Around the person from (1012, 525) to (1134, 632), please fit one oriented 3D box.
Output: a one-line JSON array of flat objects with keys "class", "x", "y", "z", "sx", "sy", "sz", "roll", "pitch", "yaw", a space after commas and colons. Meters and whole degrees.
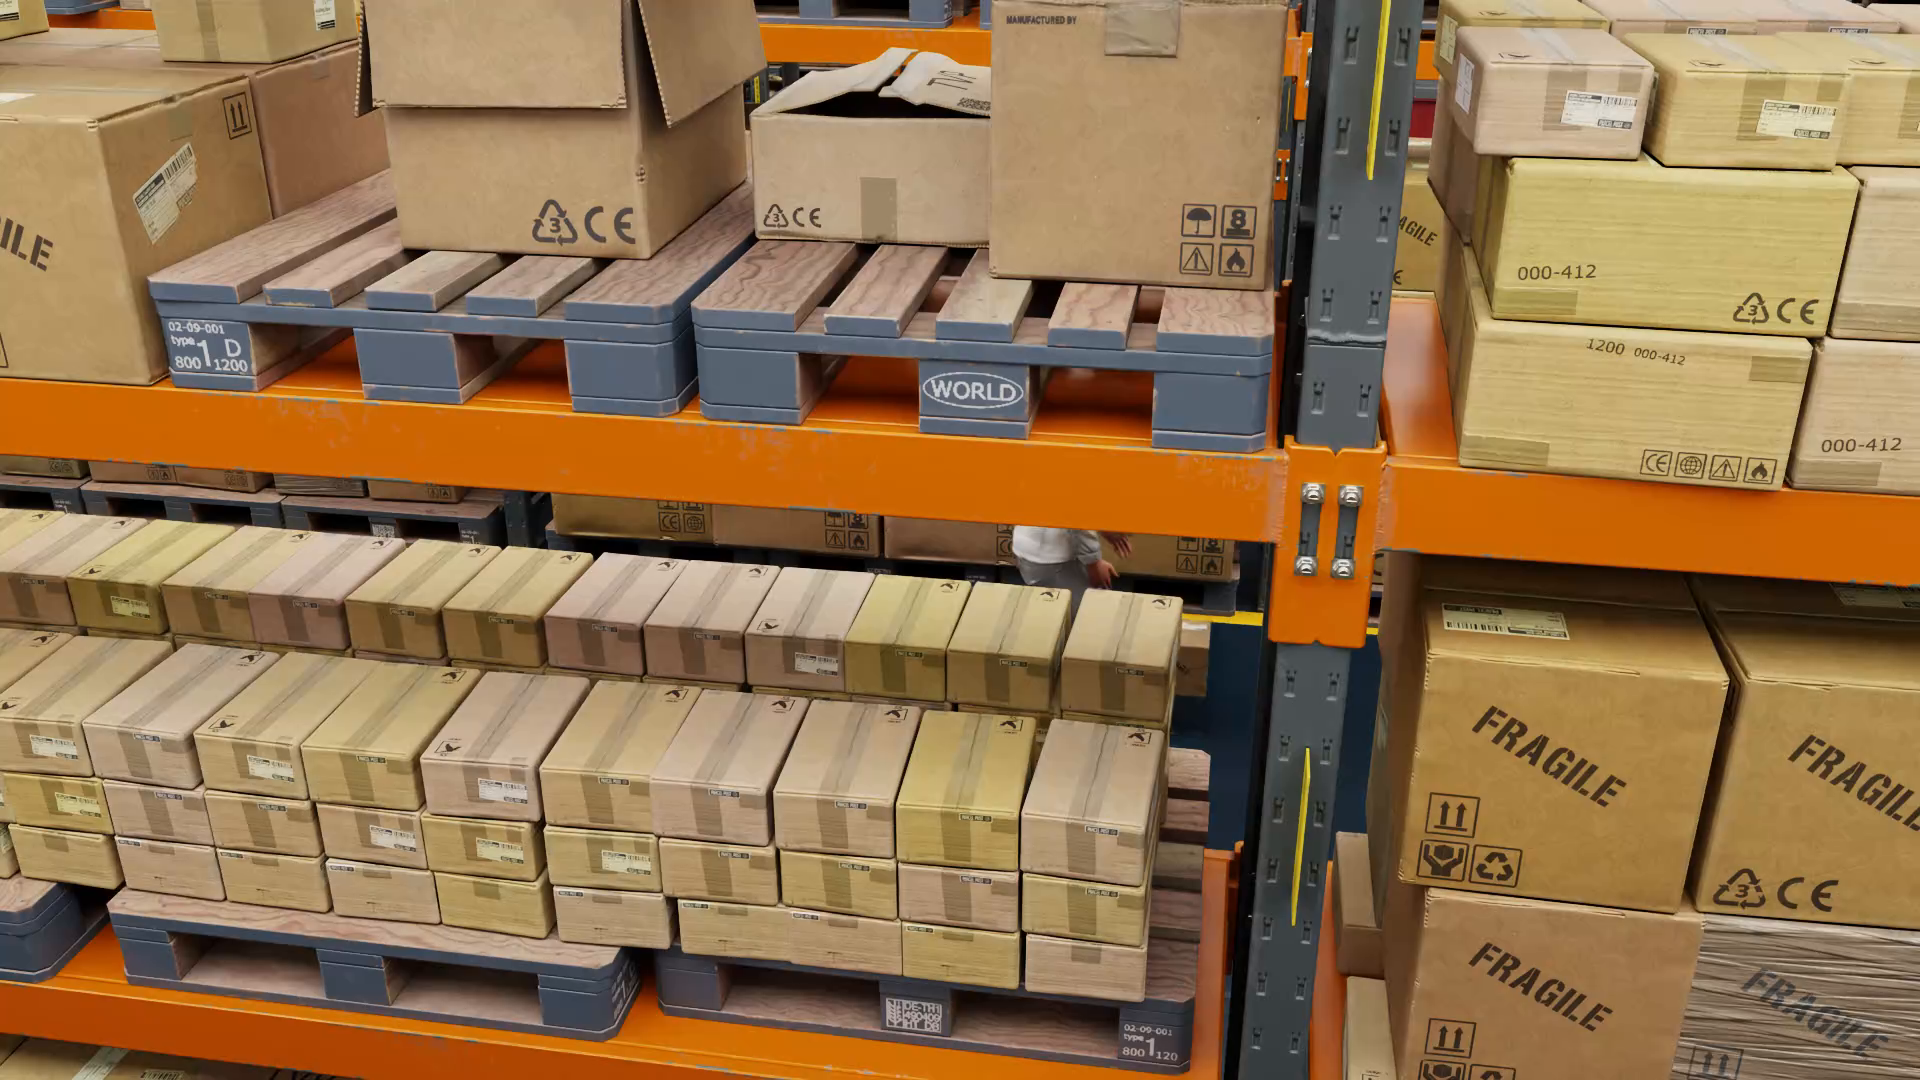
[{"class": "person", "x": 0.516, "y": 0.015, "z": 7.183, "sx": 0.559, "sy": 1.665, "sz": 0.574, "roll": 5, "pitch": 25, "yaw": 10}]
